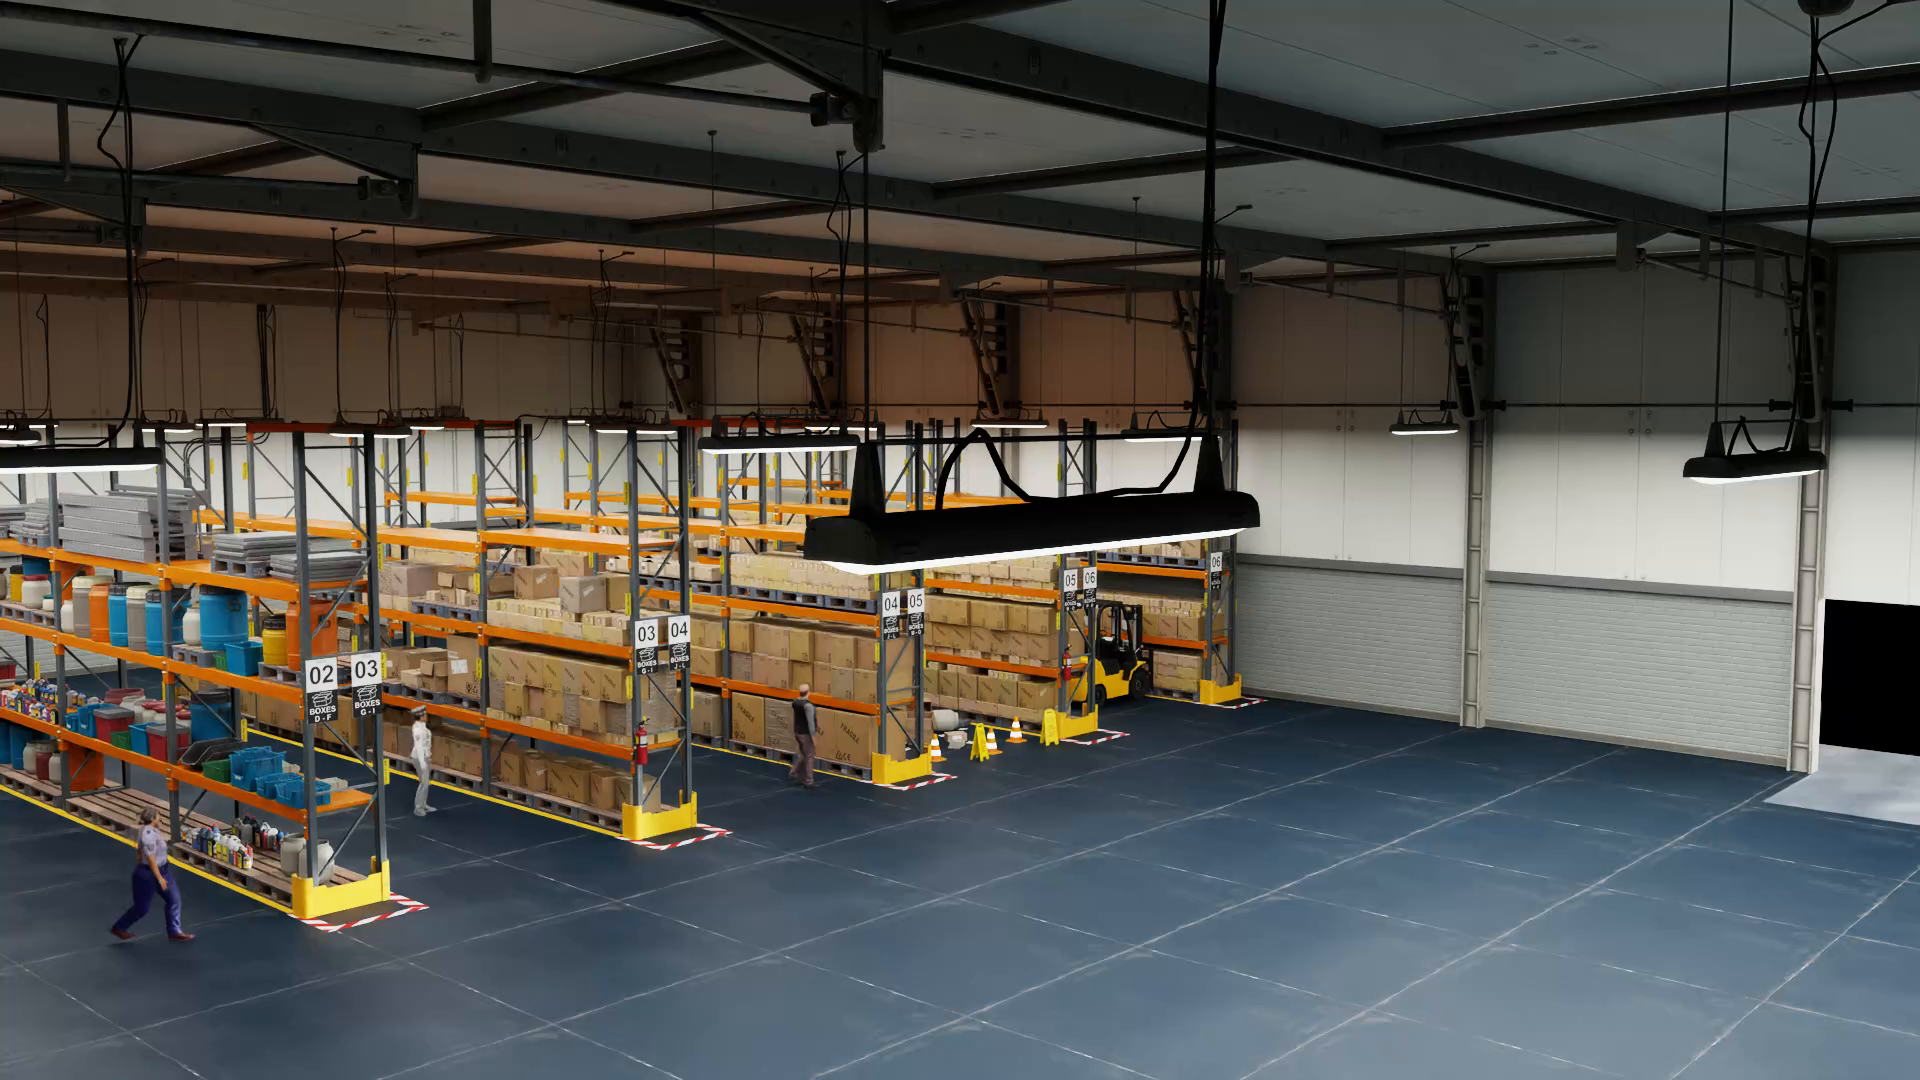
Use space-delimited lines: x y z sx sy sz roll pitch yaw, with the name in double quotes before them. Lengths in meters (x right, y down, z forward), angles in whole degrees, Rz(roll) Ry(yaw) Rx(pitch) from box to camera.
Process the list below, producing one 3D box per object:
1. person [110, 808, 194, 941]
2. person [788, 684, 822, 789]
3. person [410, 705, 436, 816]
"person" -9.515 3.932 19.506 0.908 1.608 0.451 1 5 9
"person" -2.555 3.234 27.505 0.490 1.731 0.602 -2 5 -25
"person" -8.328 3.431 25.787 0.349 1.760 0.535 0 5 -4
